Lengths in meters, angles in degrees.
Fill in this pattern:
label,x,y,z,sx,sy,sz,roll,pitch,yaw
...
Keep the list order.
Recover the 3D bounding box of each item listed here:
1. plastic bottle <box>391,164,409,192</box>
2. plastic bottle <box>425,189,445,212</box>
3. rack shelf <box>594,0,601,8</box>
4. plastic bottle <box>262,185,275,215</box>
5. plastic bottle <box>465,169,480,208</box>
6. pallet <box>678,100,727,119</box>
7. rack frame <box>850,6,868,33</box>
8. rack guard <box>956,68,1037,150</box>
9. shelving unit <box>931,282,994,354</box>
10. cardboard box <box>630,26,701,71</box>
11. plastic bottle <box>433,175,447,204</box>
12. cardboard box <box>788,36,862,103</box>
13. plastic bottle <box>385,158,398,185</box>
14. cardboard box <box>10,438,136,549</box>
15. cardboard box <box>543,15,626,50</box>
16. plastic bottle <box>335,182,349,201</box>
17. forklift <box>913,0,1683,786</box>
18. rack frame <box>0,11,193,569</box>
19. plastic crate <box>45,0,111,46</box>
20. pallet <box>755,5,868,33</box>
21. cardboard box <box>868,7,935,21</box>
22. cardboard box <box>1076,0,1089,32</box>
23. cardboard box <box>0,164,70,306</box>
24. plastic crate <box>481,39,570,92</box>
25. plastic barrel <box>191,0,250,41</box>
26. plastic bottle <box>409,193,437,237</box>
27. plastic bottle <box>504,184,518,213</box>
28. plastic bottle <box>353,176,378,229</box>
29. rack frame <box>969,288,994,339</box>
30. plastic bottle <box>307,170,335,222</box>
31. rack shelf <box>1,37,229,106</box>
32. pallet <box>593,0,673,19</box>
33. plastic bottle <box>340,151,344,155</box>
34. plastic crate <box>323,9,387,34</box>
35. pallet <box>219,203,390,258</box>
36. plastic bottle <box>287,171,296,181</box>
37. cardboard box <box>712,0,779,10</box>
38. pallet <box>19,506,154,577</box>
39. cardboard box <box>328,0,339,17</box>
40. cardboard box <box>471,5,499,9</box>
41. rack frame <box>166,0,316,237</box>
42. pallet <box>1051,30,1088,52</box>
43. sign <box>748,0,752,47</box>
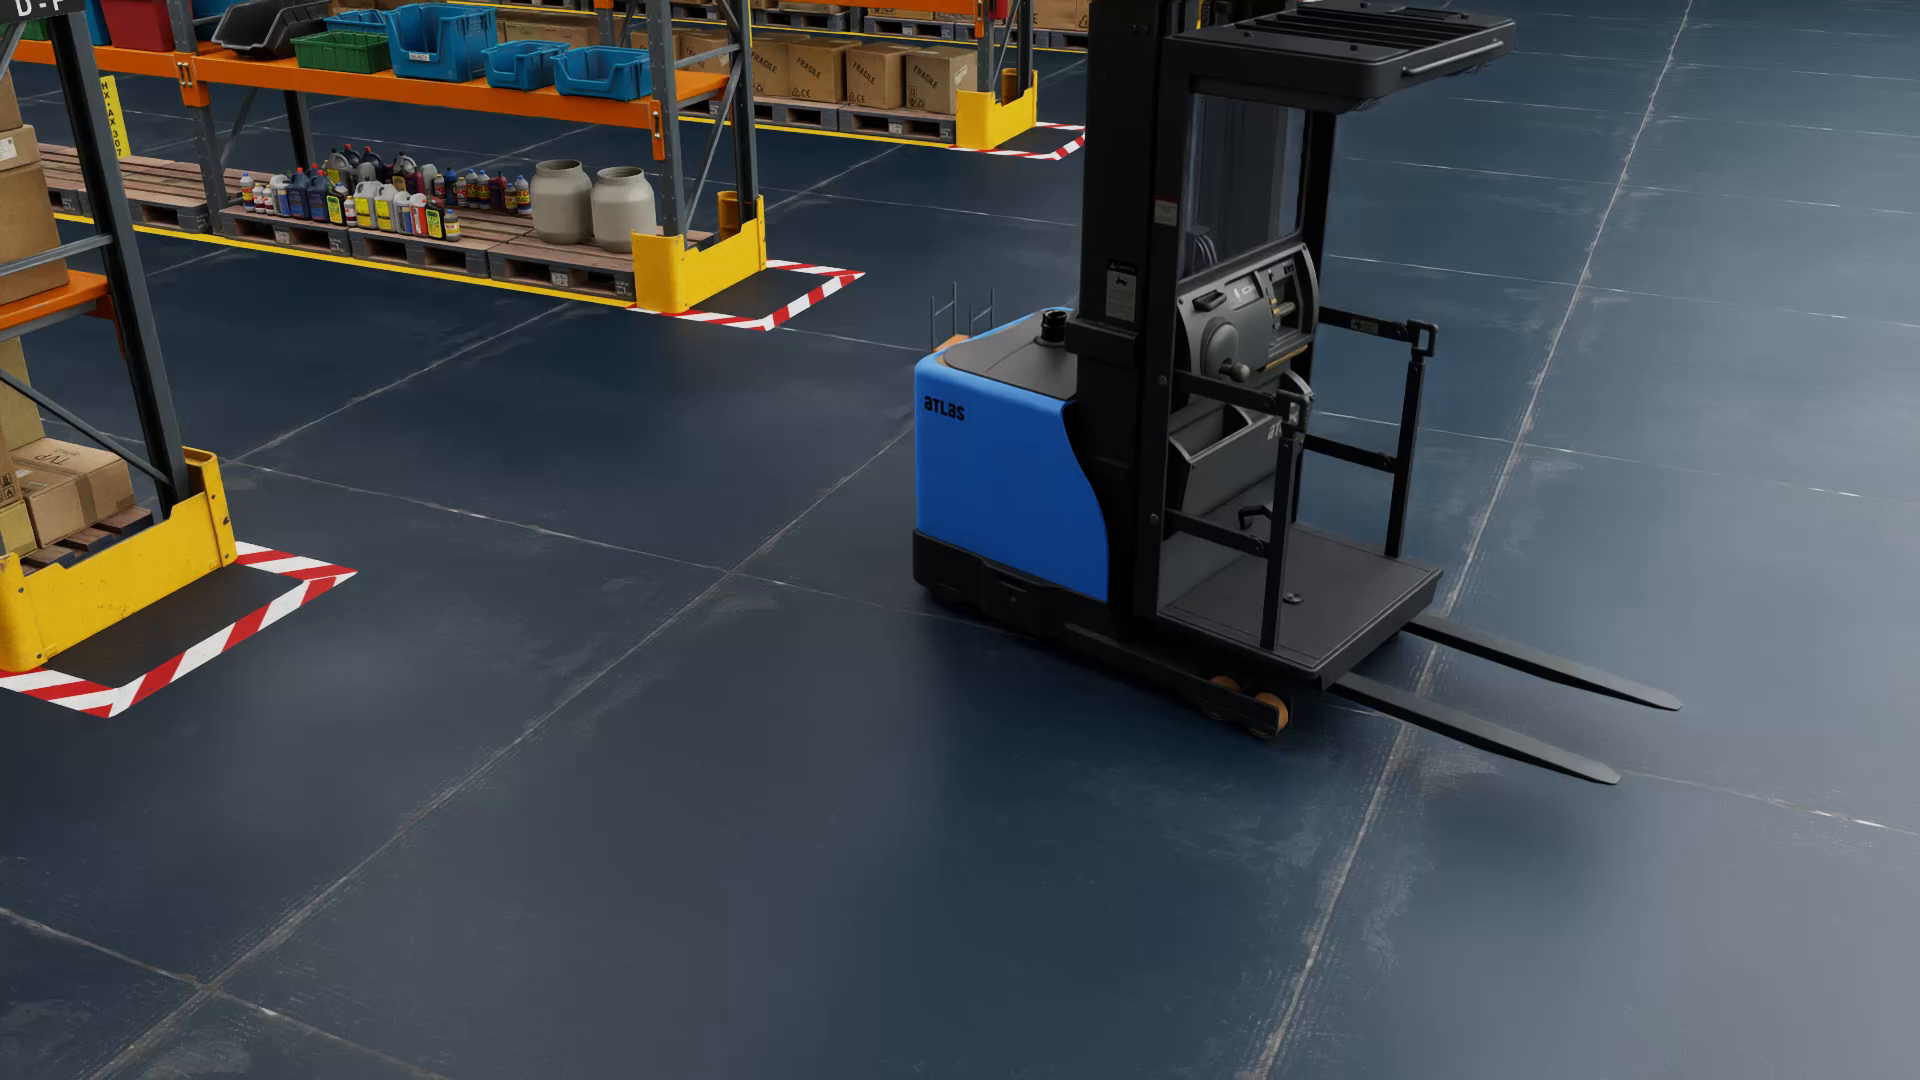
label,x,y,z,sx,sy,sz,roll,pitch,yaw
plastic bottle,-4.125,-2.634,12.280,0.133,0.283,0.061,11,28,22
plastic bottle,-3.667,-2.304,11.610,0.133,0.283,0.061,11,28,22
rack shelf,-5.051,-5.831,17.013,4.000,0.370,1.077,11,28,22
plastic bottle,-4.987,-2.467,12.035,0.097,0.201,0.097,0,26,0
plastic bottle,-3.564,-2.577,12.178,0.097,0.271,0.097,0,26,0
pallet,-2.604,-4.429,16.506,1.213,0.211,1.003,11,28,22
rack frame,-1.085,-7.764,20.124,0.127,3.000,1.000,11,28,22
rack guard,0.342,-3.949,15.206,0.348,0.500,1.175,11,28,22
shelving unit,0.012,-0.536,7.481,0.189,1.200,0.258,12,29,23
cardboard box,-2.883,-4.766,16.389,0.500,0.500,0.500,10,28,20
plastic bottle,-3.841,-2.601,12.307,0.097,0.201,0.097,0,26,0
cardboard box,-1.271,-4.462,15.772,0.500,0.500,0.500,14,30,27
plastic bottle,-4.235,-2.726,12.467,0.133,0.283,0.061,13,29,25
cardboard box,-4.089,-0.217,7.432,0.500,0.250,0.500,11,28,22
cardboard box,-3.780,-4.985,16.811,0.500,0.500,0.700,9,28,18
plastic bottle,-4.396,-2.409,11.839,0.097,0.271,0.097,0,26,0
forklift,1.251,-0.836,6.129,3.031,2.935,1.130,20,33,35
rack frame,-3.693,-1.074,6.536,0.127,3.000,1.000,11,28,22
plastic crate,-6.413,-3.866,12.225,0.575,0.384,0.392,11,28,22
pallet,-1.819,-6.624,20.965,1.213,0.211,1.003,11,28,22
cardboard box,-0.541,-6.856,20.210,0.875,0.875,0.875,12,29,23
cardboard box,1.912,-6.365,19.213,0.875,0.875,0.875,12,28,22
cardboard box,-4.113,-1.210,6.698,0.500,0.500,0.700,11,28,22
plastic crate,-2.807,-3.091,10.801,0.408,0.251,0.499,11,28,22
plastic barrel,-5.507,-4.214,12.346,0.708,0.901,0.600,11,28,22
plastic bottle,-3.711,-2.258,11.525,0.135,0.276,0.152,12,28,22
plastic bottle,-3.255,-2.483,12.068,0.097,0.201,0.097,0,26,0
plastic bottle,-4.159,-2.379,11.687,0.185,0.351,0.144,11,28,21
rack frame,0.095,-0.519,7.445,0.006,1.200,0.240,12,29,23
plastic bottle,-4.546,-2.457,11.845,0.185,0.351,0.144,10,28,20
rack shelf,-7.101,-3.840,12.968,4.000,0.370,1.077,11,28,22
pallet,-4.040,-7.070,21.871,1.213,0.211,1.003,11,28,22
plastic bottle,-4.706,-2.820,12.659,0.133,0.283,0.061,13,29,24
plastic crate,-4.161,-3.637,11.909,0.616,0.251,0.499,11,28,22
pallet,-4.686,-2.406,12.398,1.213,0.211,1.003,11,28,22
plastic bottle,-4.823,-2.536,12.082,0.133,0.283,0.061,11,28,22
cardboard box,-2.564,-7.199,21.047,0.750,0.750,1.050,11,28,22
pallet,-4.406,0.054,7.402,1.213,0.211,1.003,11,28,22
cardboard box,-7.491,-5.889,18.246,0.875,0.875,1.225,10,28,19
cardboard box,-5.224,-5.284,17.418,0.500,0.500,0.700,14,29,26
rack frame,-5.280,-3.797,12.066,0.127,3.000,1.000,11,28,22
pallet,1.796,-5.897,19.488,1.213,0.211,1.003,11,28,22
sign,-1.407,-3.410,10.967,0.005,0.325,0.100,11,28,22
